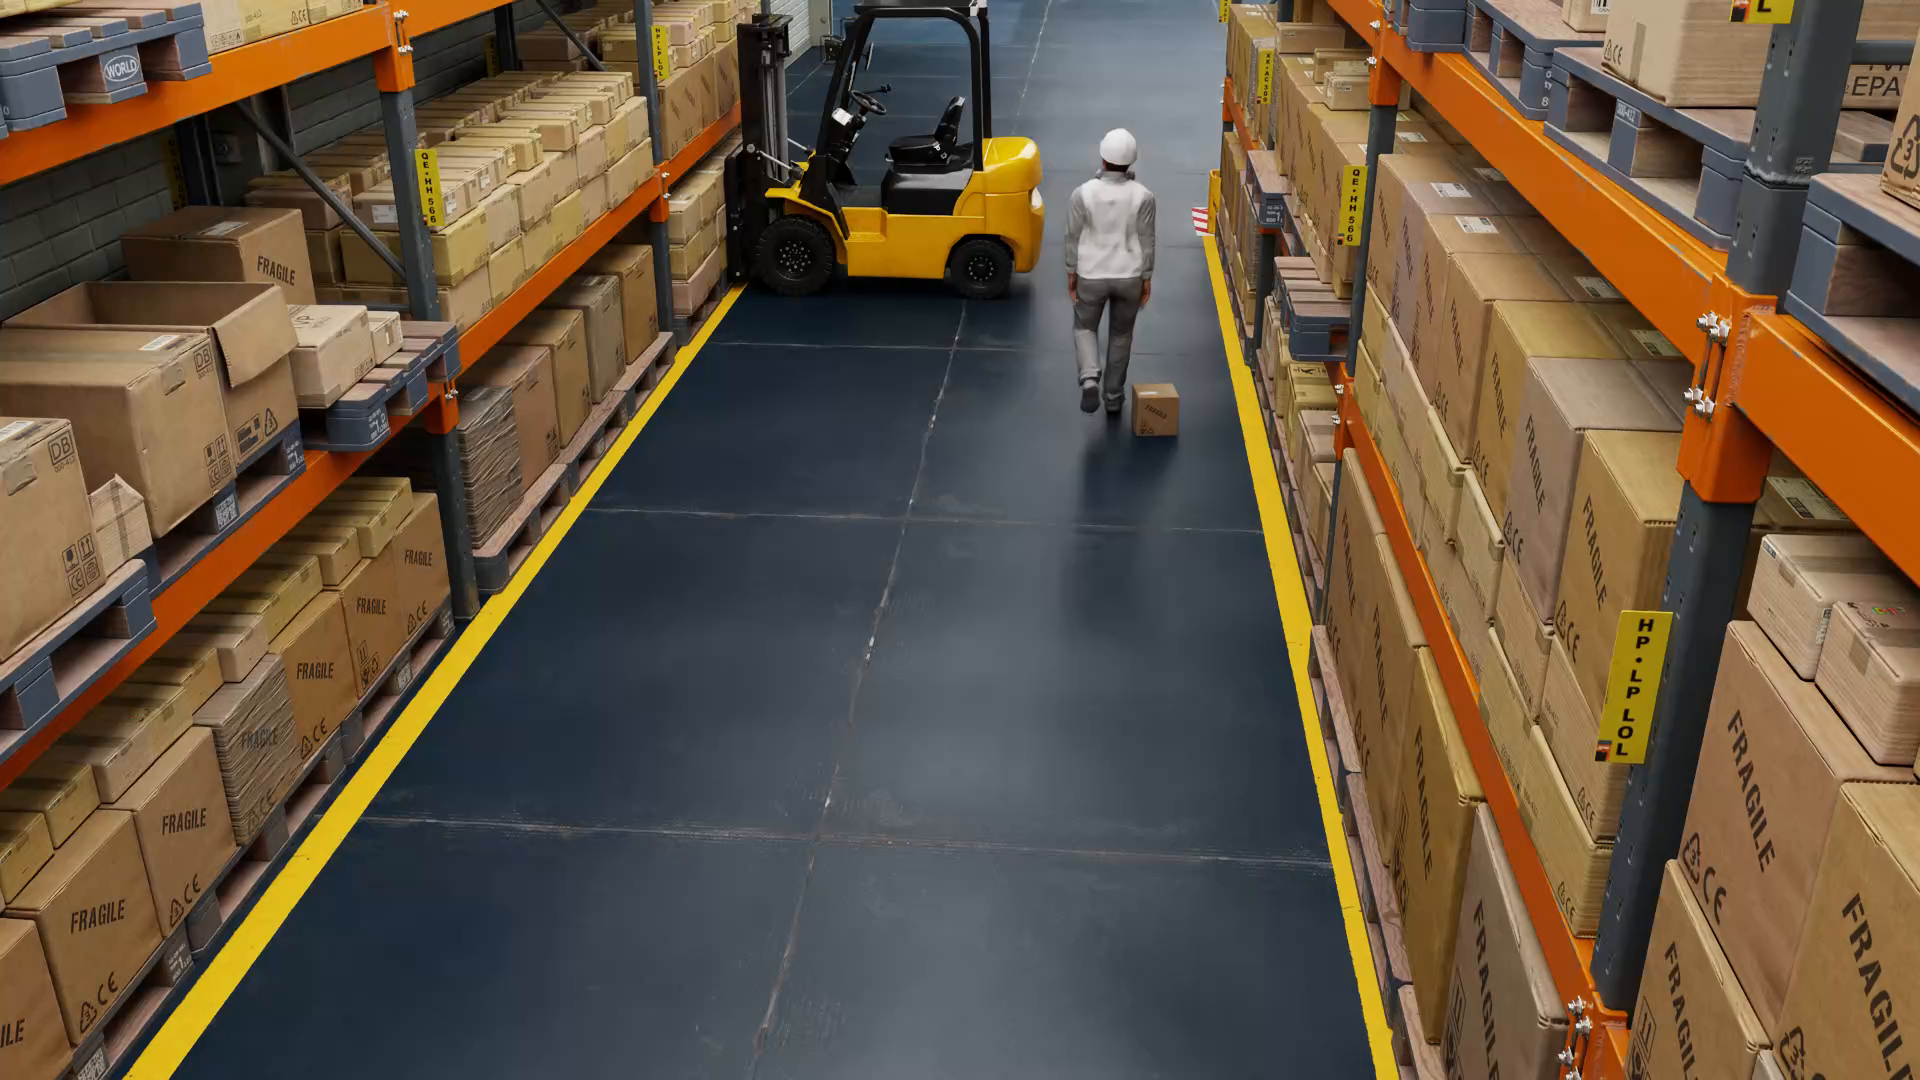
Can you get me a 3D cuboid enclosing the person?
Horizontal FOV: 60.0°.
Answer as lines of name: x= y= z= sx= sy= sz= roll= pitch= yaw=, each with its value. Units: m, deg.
person: x=0.898 y=-1.600 z=10.063 sx=0.541 sy=1.759 sz=0.625 roll=2 pitch=24 yaw=4
